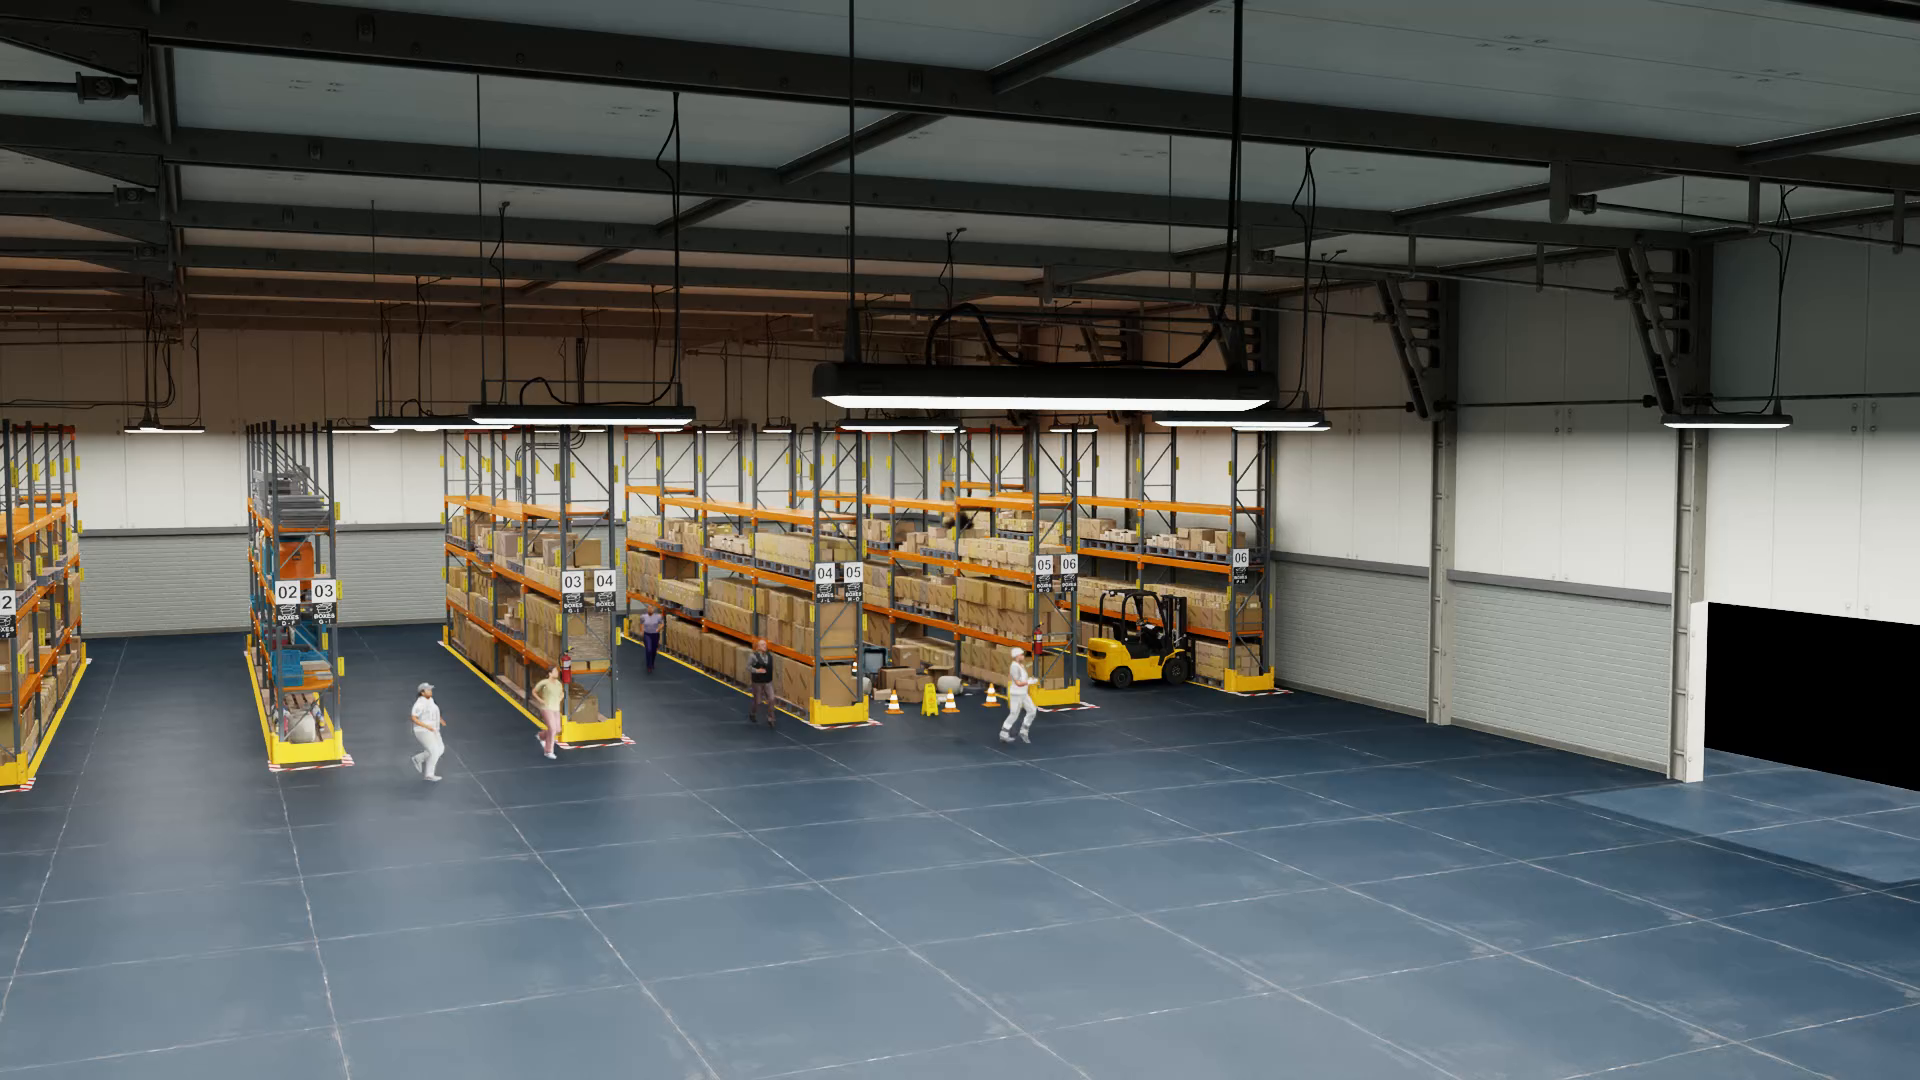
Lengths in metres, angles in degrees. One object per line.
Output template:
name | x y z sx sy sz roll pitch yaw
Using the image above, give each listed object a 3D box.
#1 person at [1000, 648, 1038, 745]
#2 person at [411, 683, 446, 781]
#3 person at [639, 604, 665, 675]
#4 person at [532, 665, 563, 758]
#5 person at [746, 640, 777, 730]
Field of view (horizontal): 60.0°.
person | 1.107 2.903 30.835 0.743 1.824 0.640 1 4 19
person | -8.916 3.187 27.689 0.584 1.623 0.644 1 4 8
person | -7.471 2.386 40.310 0.601 1.686 0.815 -1 4 -20
person | -7.353 3.065 29.929 0.726 1.631 0.609 3 4 36
person | -3.905 2.823 32.688 0.685 1.734 0.931 -2 4 -31
